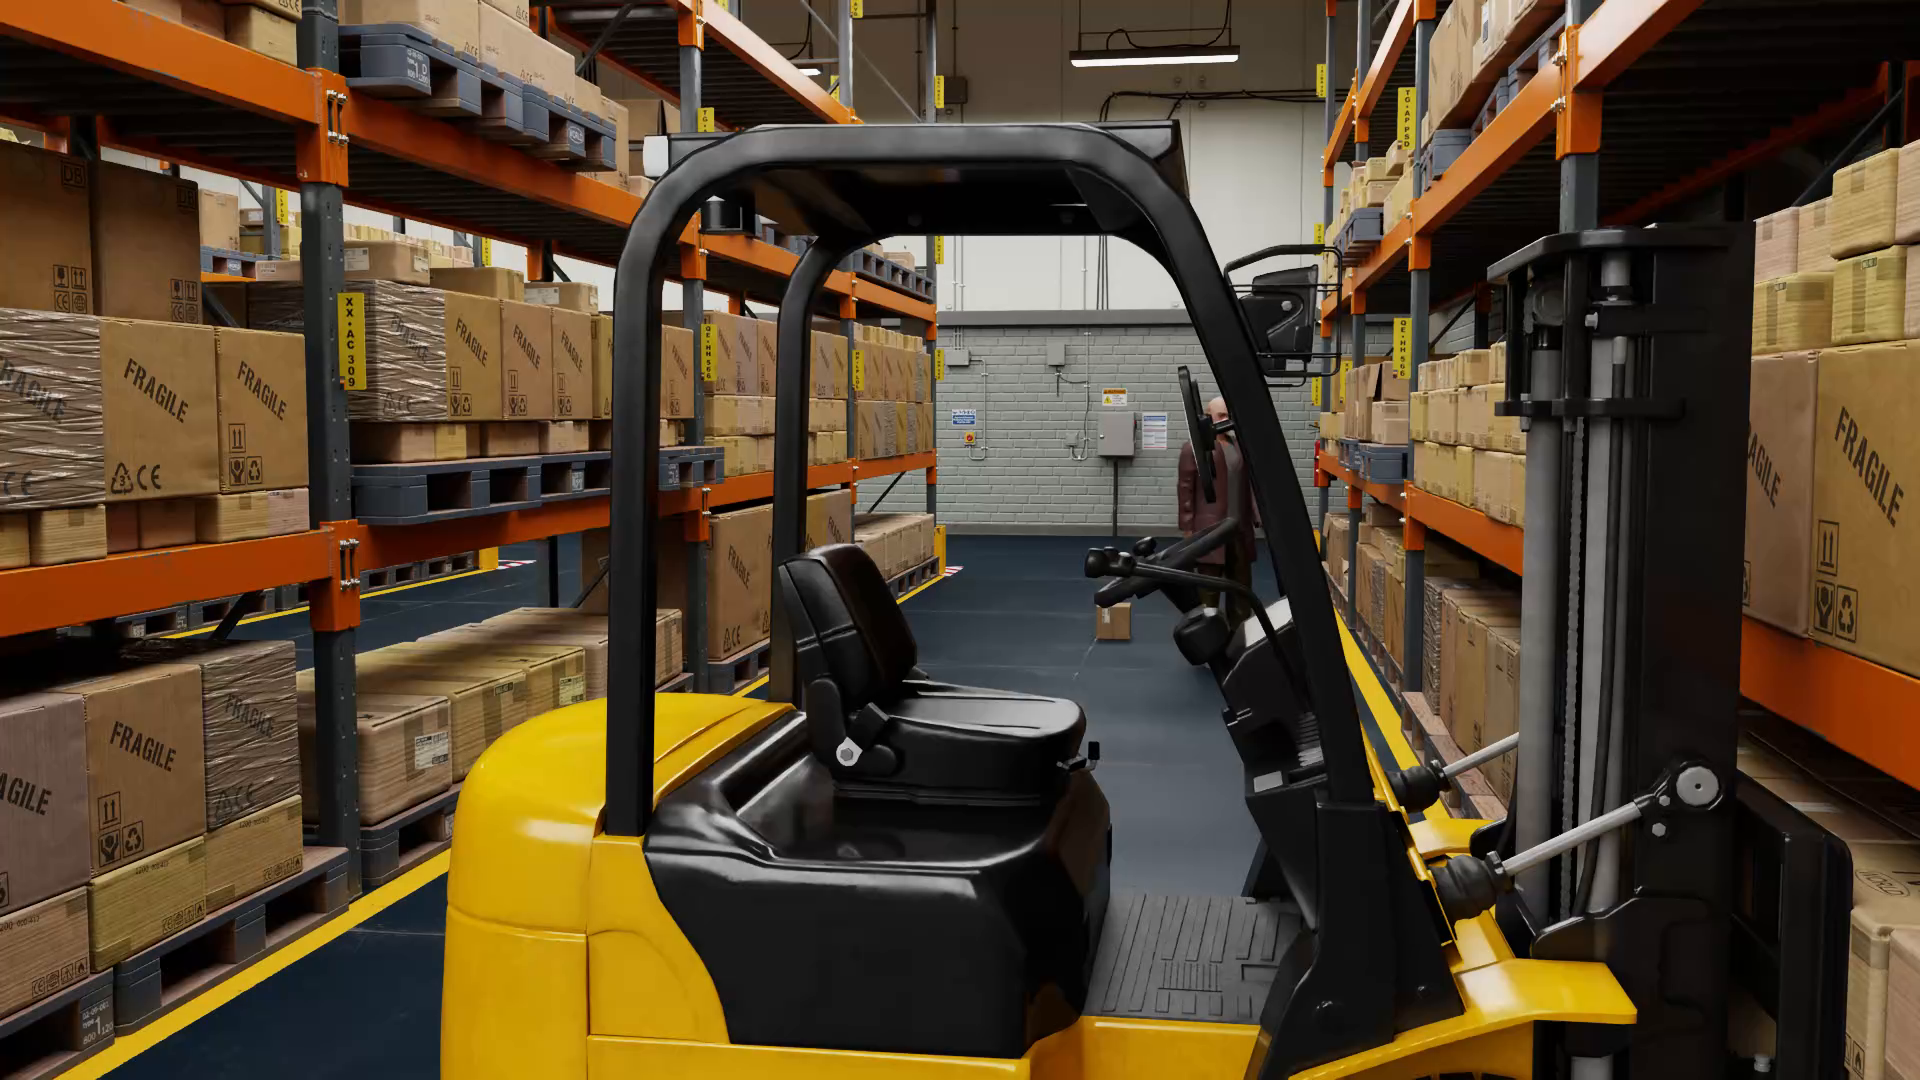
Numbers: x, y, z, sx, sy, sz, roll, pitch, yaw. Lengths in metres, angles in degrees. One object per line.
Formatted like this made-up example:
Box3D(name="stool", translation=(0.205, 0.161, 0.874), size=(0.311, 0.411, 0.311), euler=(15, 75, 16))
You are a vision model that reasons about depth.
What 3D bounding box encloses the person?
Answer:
Box3D(name="person", translation=(1.771, -0.053, 11.017), size=(0.582, 1.790, 0.471), euler=(-2, 5, -27))
